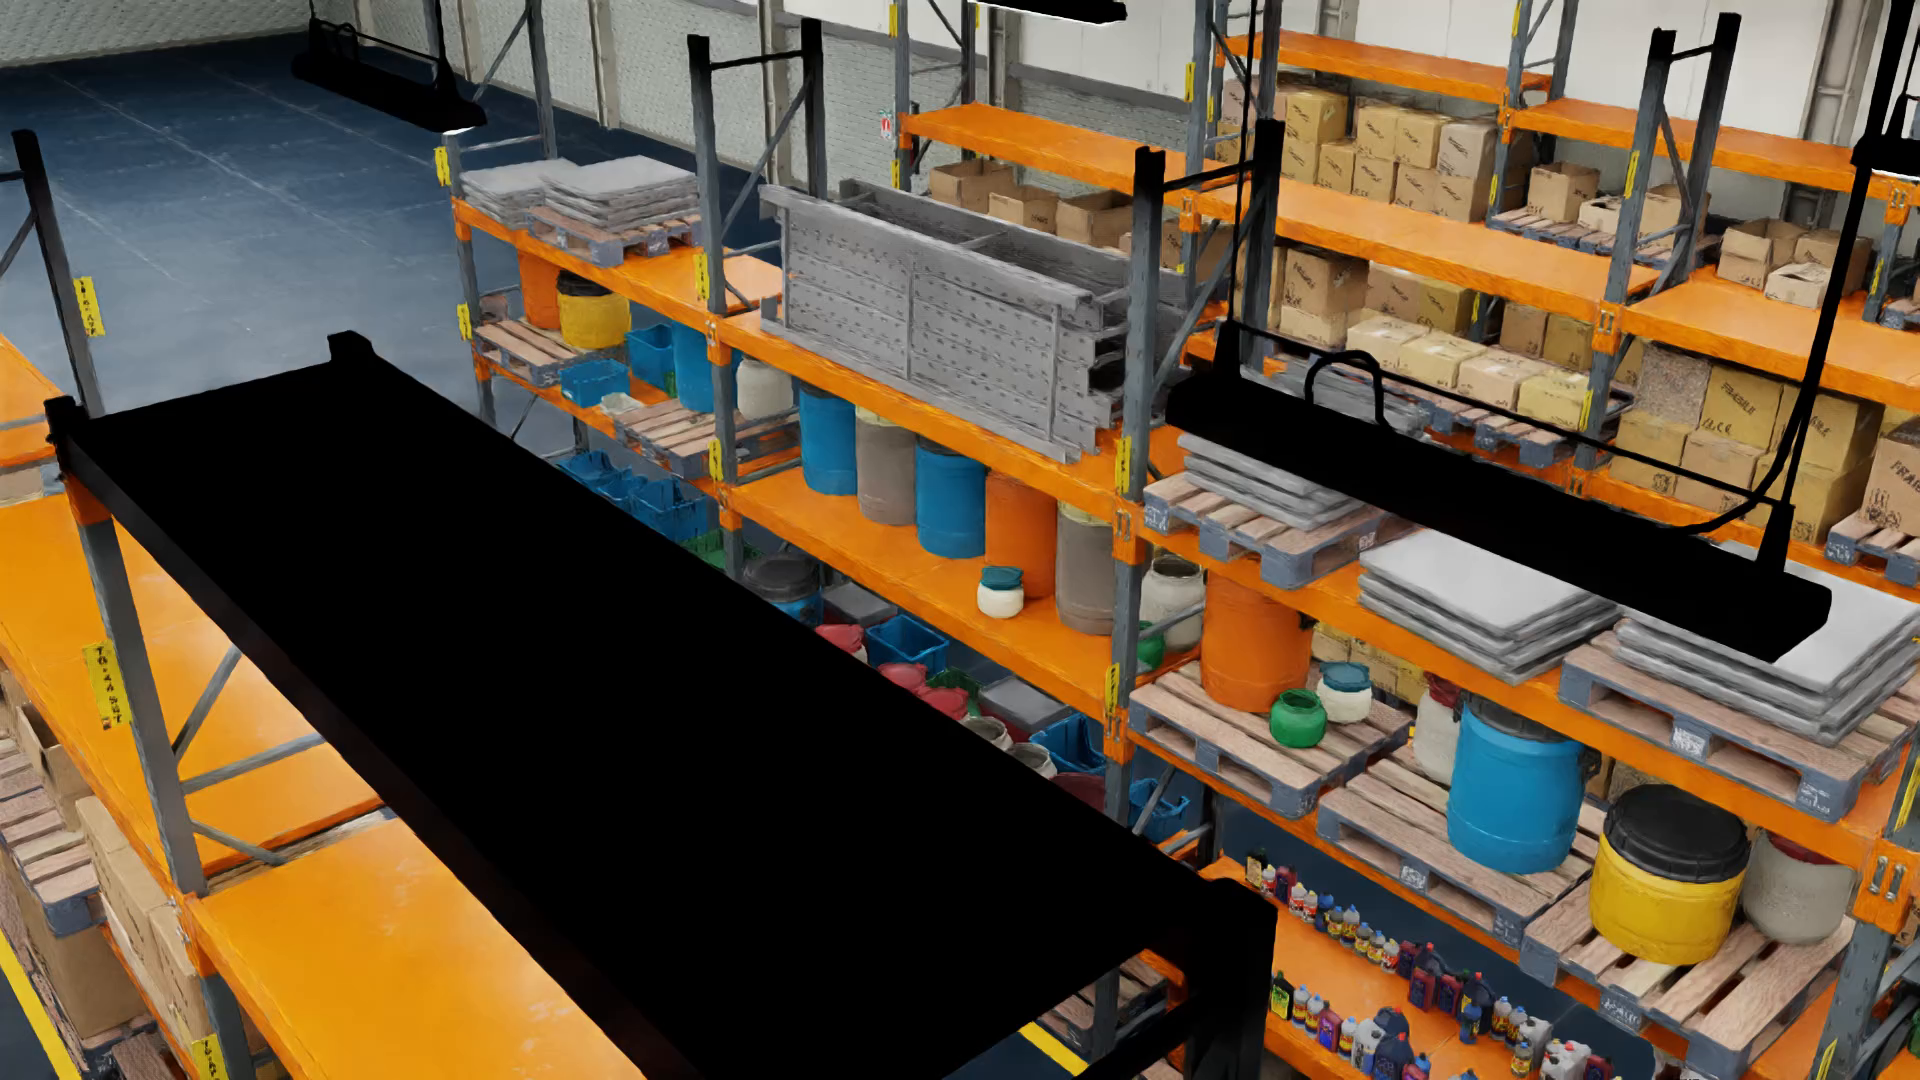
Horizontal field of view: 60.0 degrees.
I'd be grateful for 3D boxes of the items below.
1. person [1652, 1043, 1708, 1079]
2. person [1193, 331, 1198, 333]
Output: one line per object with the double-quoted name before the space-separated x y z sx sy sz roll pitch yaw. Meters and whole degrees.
"person" 4.148 3.112 9.560 0.702 1.735 0.549 -22 35 -37
"person" 2.728 -2.018 19.767 0.811 1.596 0.631 15 31 27
